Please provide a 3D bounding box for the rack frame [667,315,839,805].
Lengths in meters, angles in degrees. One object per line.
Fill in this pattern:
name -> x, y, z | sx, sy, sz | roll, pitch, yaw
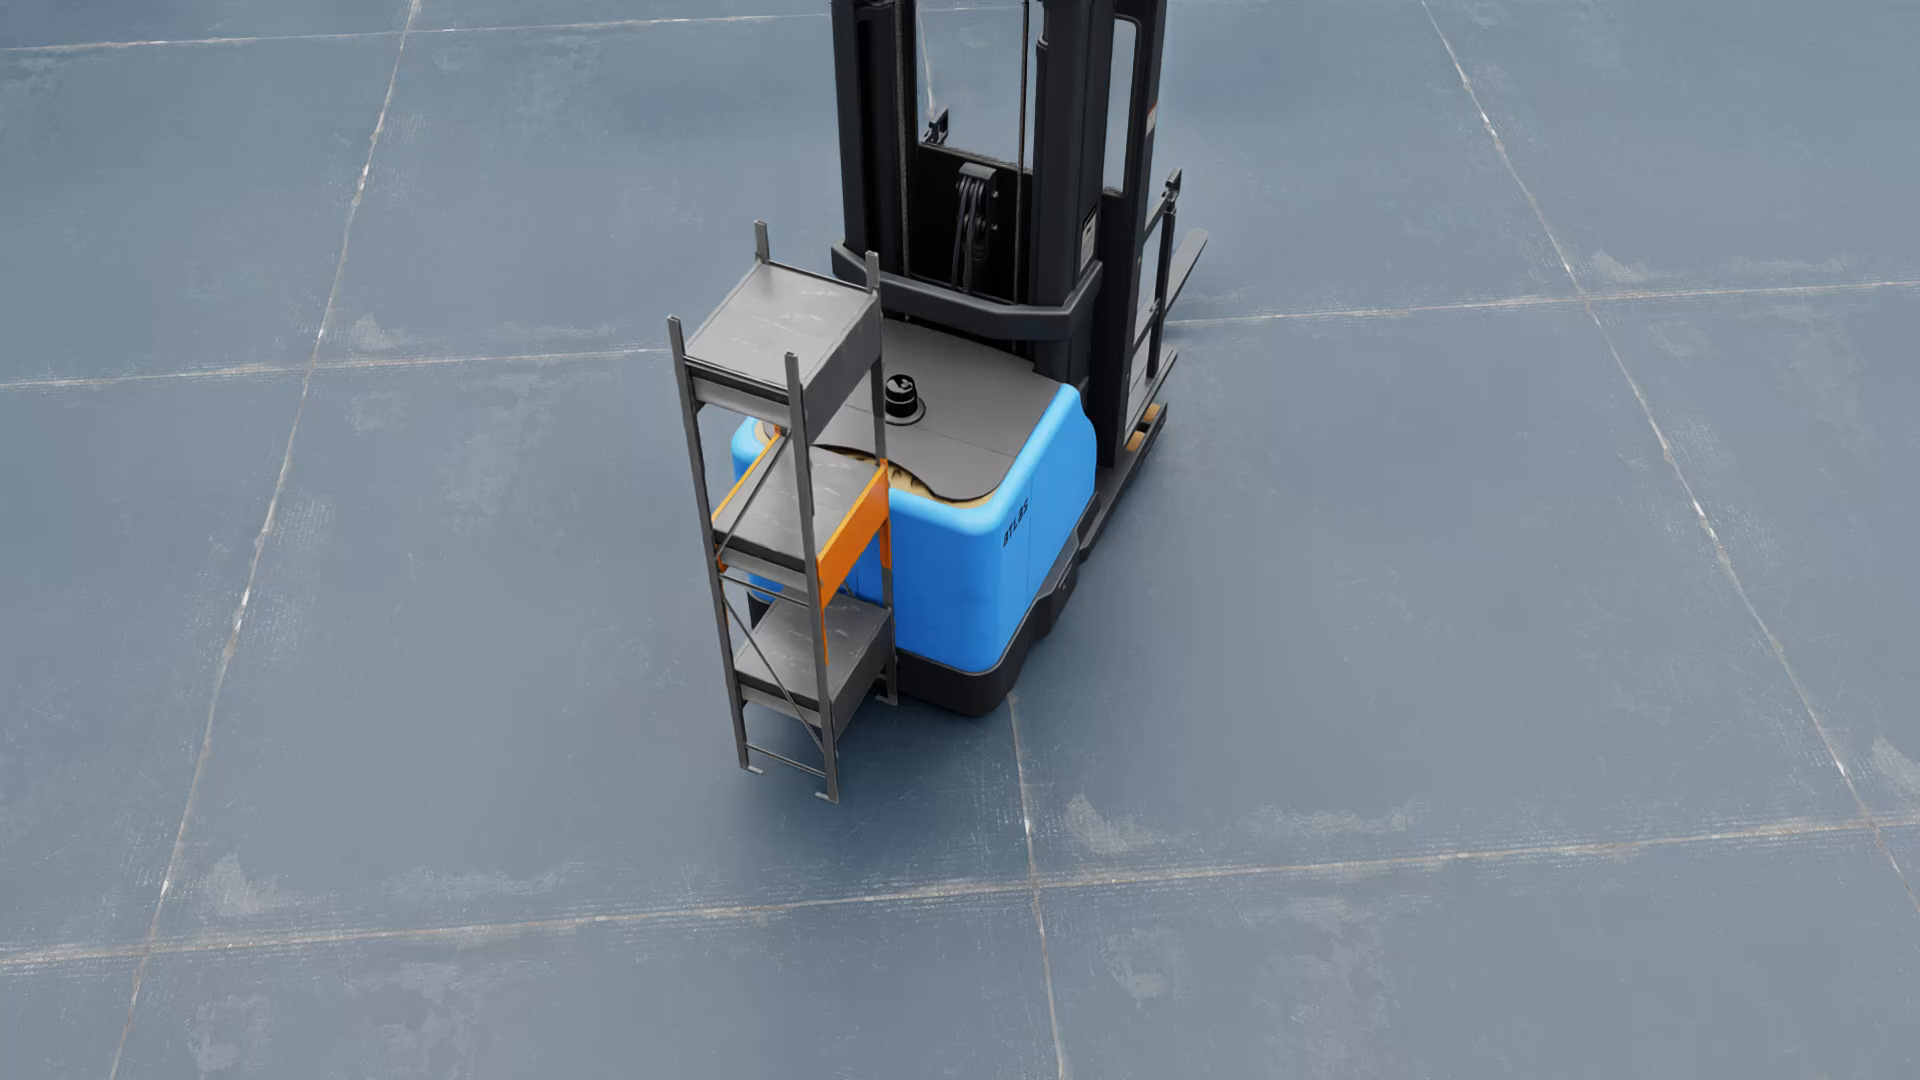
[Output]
rack frame -> -0.621, 0.166, 5.283 | 0.400, 2.100, 0.015 | 18, 49, 17

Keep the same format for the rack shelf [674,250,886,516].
rack shelf -> -0.520, -0.467, 4.937 | 0.431, 0.518, 0.480 | 18, 49, 17

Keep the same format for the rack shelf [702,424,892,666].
rack shelf -> -0.520, 0.014, 5.446 | 0.431, 0.518, 0.480 | 18, 49, 17

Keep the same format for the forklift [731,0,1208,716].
forklift -> 0.257, -1.439, 6.231 | 1.130, 2.935, 3.031 | 18, 49, 17

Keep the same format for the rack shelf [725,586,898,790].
rack shelf -> -0.520, 0.496, 5.954 | 0.431, 0.518, 0.480 | 18, 49, 17

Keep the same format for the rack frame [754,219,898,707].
rack frame -> -0.420, -0.156, 5.589 | 0.400, 2.100, 0.015 | 18, 49, 17

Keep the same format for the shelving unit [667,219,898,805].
shelving unit -> -0.520, 0.005, 5.436 | 0.431, 2.100, 0.503 | 18, 49, 17
